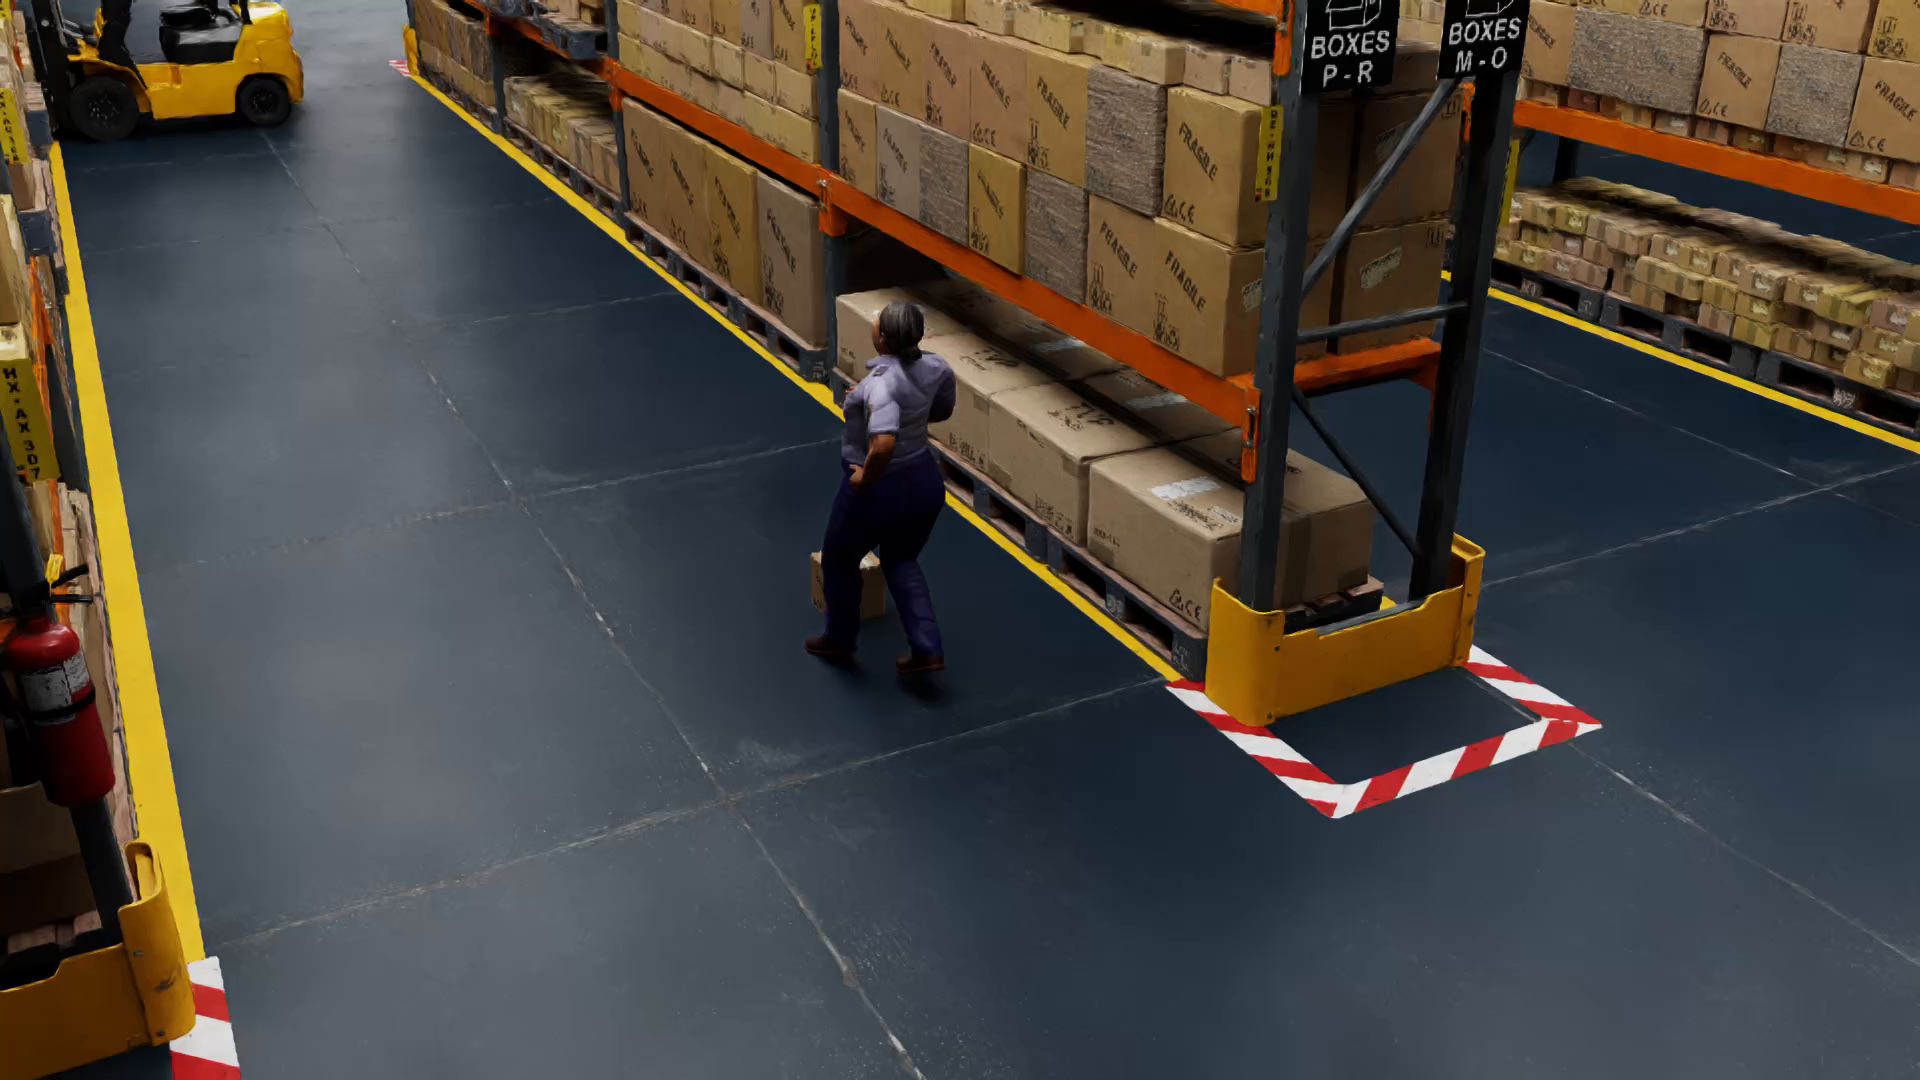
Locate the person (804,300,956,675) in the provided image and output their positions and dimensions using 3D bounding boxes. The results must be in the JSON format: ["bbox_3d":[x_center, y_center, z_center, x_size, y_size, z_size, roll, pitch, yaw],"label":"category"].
[{"bbox_3d":[-0.308,-0.196,6.554,0.579,1.638,0.785,-18,31,-33],"label":"person"}]
